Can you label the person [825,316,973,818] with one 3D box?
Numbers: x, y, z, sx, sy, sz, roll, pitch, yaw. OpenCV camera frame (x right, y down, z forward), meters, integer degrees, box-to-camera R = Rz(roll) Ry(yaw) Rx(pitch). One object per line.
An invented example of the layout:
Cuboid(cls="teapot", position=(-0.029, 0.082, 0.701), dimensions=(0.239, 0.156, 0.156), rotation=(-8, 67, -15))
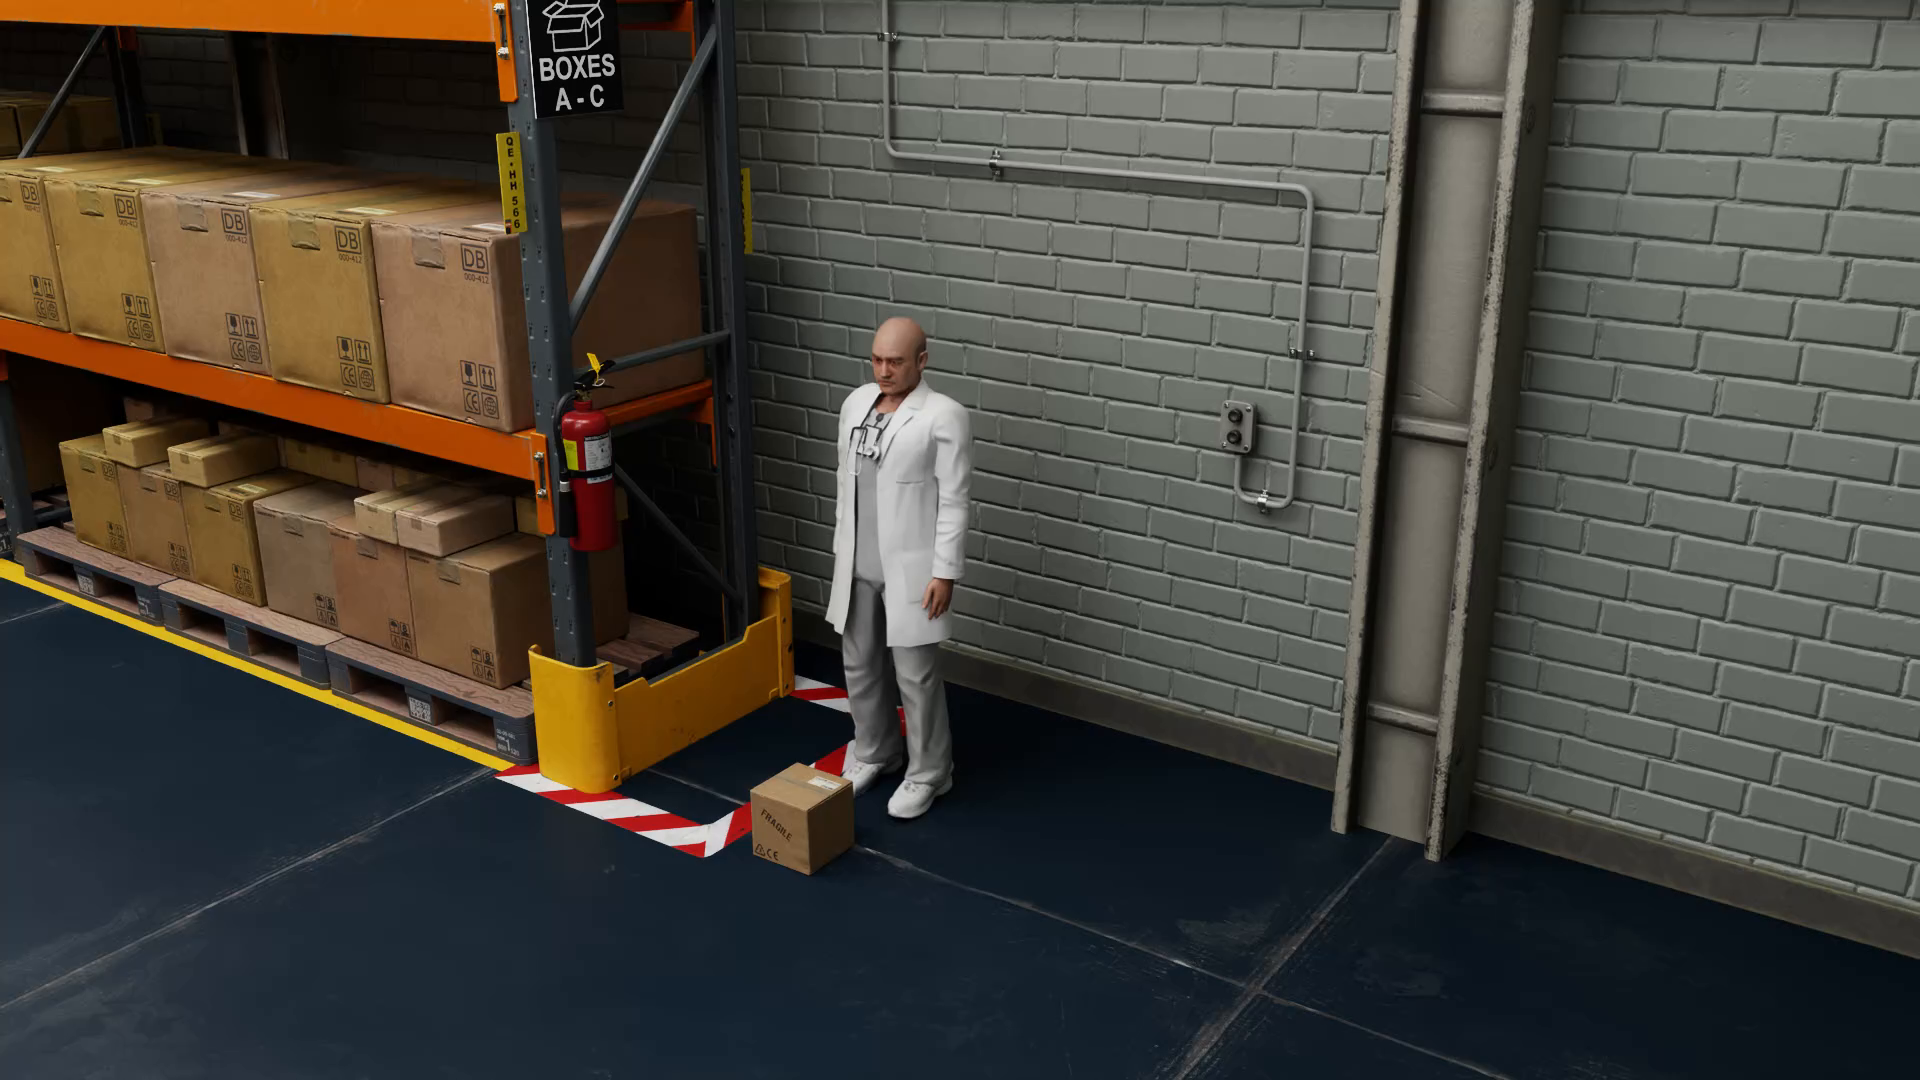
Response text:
Cuboid(cls="person", position=(-0.222, 0.104, 5.823), dimensions=(0.562, 1.785, 0.387), rotation=(13, 24, 33))
